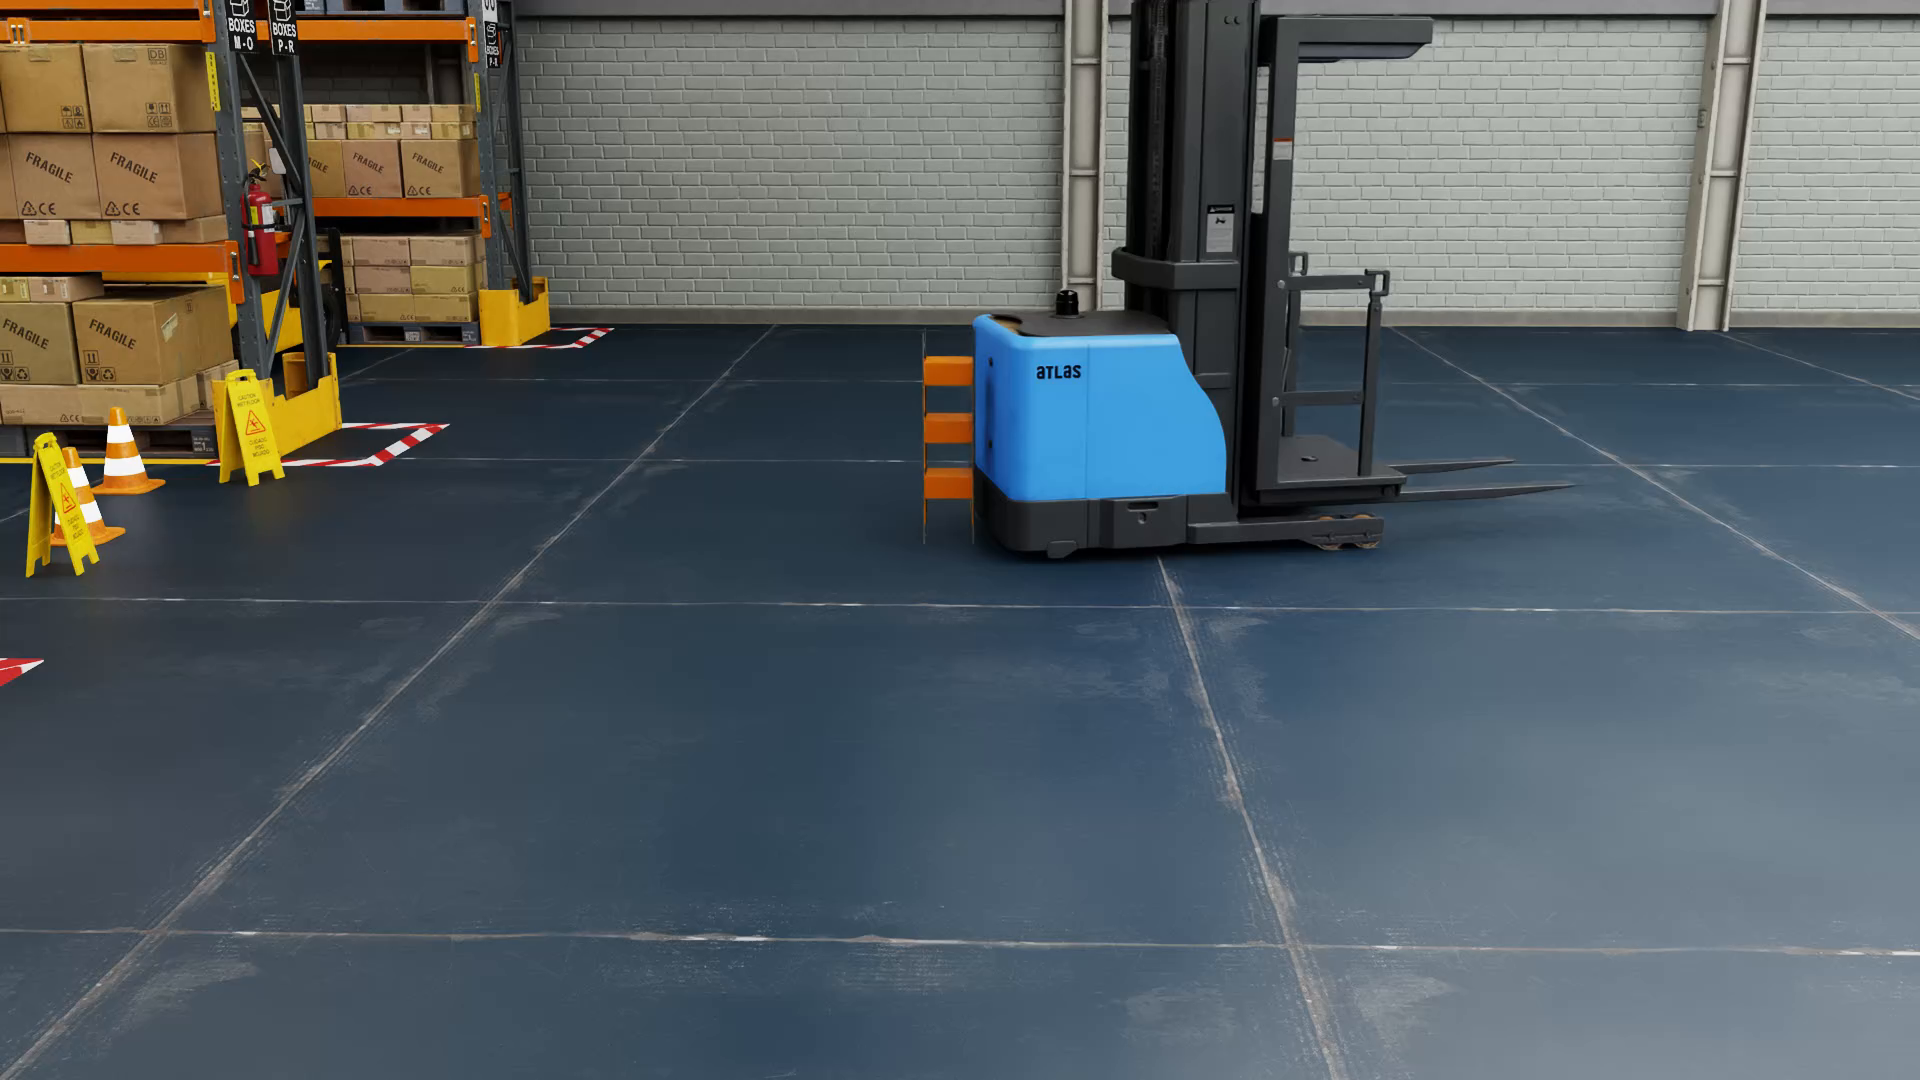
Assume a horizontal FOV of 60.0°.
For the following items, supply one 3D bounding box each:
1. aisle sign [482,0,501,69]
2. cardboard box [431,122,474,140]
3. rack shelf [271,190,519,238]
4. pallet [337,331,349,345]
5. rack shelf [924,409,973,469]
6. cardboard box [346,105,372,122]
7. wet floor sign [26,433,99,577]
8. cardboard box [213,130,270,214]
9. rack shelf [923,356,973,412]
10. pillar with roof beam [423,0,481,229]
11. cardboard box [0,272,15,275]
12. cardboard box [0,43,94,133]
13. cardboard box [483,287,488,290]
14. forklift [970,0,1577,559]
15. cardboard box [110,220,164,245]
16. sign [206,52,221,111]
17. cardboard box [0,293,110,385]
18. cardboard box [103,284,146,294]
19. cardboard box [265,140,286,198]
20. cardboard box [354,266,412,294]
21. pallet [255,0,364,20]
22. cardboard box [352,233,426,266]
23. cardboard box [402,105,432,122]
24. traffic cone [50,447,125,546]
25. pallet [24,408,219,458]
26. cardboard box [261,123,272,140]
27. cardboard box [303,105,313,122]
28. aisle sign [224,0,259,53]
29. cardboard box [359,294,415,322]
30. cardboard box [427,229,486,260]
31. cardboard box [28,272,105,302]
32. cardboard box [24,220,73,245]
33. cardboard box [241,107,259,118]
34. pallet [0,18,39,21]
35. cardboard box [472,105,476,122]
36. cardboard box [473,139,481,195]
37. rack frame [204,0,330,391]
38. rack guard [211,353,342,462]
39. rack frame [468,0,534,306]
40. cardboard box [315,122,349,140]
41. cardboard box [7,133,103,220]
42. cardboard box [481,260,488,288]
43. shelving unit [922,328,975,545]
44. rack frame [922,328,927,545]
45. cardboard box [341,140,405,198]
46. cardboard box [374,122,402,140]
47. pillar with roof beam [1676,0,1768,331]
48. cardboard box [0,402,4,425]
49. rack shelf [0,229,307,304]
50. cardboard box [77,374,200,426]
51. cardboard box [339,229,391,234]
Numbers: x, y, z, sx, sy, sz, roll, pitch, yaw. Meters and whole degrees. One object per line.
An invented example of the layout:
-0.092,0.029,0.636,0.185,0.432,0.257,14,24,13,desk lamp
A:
-4.092,-4.520,14.495,0.004,0.787,0.394,0,15,1,aisle sign
-4.504,-3.631,14.754,0.250,0.149,0.380,1,15,2,cardboard box
-6.149,-3.003,15.253,4.000,0.370,1.077,0,15,1,rack shelf
-6.132,-1.993,15.479,1.213,0.211,1.003,0,15,1,pallet
-0.053,-0.498,8.210,0.240,0.259,0.215,0,15,1,rack shelf
-5.270,-3.801,14.818,0.250,0.149,0.380,0,15,2,cardboard box
-4.219,-0.175,7.740,0.232,0.644,0.267,-2,15,-8,wet floor sign
-4.740,-2.338,10.543,0.500,0.500,0.500,0,15,1,cardboard box
-0.053,-0.772,8.138,0.240,0.259,0.215,0,15,1,rack shelf
-4.933,-5.375,11.074,0.400,9.000,9.100,0,15,1,pillar with roof beam
-5.964,-1.550,10.162,0.250,0.149,0.380,1,15,4,cardboard box
-5.295,-2.701,9.957,0.500,0.500,0.700,1,15,2,cardboard box
-4.636,-2.265,15.610,0.500,0.250,0.500,0,15,2,cardboard box
1.620,-1.494,8.257,3.031,2.935,1.130,-3,15,-11,forklift
-4.909,-1.872,10.047,0.250,0.149,0.380,0,15,1,cardboard box
-4.307,-2.643,9.590,0.005,0.325,0.100,0,15,1,sign
-5.603,-1.250,10.293,0.500,0.500,0.500,1,15,4,cardboard box
-5.619,-1.386,10.811,0.500,0.500,0.500,0,15,-1,cardboard box
-6.182,-3.332,14.893,0.500,0.500,0.500,0,15,2,cardboard box
-5.146,-2.383,15.078,0.500,0.250,0.500,0,15,1,cardboard box
-6.079,-4.764,14.810,1.213,0.211,1.003,0,15,1,pallet
-5.129,-2.620,14.998,0.500,0.250,0.500,1,15,2,cardboard box
-4.761,-3.786,14.760,0.250,0.149,0.380,0,15,2,cardboard box
-4.424,-0.234,8.320,0.334,0.463,0.336,0,15,1,traffic cone
-5.160,-0.739,10.726,1.213,0.211,1.003,0,15,1,pallet
-6.034,-3.658,14.855,0.250,0.149,0.380,0,15,1,cardboard box
-5.792,-3.775,14.718,0.250,0.149,0.380,1,15,3,cardboard box
-4.219,-3.255,9.700,0.004,0.787,0.394,0,15,1,aisle sign
-5.125,-2.140,15.137,0.500,0.250,0.500,0,15,1,cardboard box
-4.626,-2.746,15.476,0.500,0.250,0.500,0,15,1,cardboard box
-5.449,-1.546,10.145,0.250,0.149,0.380,1,15,3,cardboard box
-5.422,-1.873,10.052,0.250,0.149,0.380,1,15,2,cardboard box
-6.298,-3.807,14.838,0.250,0.149,0.380,0,15,2,cardboard box
-9.031,-4.724,14.862,1.217,0.209,0.805,0,15,-1,pallet
-4.480,-3.900,15.193,0.250,0.149,0.380,0,15,0,cardboard box
-4.638,-3.460,15.380,0.500,0.500,0.500,1,15,3,cardboard box
-4.273,-2.072,10.314,0.127,3.000,1.000,0,15,1,rack frame
-4.349,-0.864,10.635,0.348,0.500,1.175,0,15,1,rack guard
-4.150,-3.338,15.112,0.127,3.000,1.000,0,15,1,rack frame
-5.534,-3.636,14.775,0.250,0.149,0.380,0,15,0,cardboard box
-5.323,-2.202,10.027,0.500,0.500,0.500,0,15,2,cardboard box
-4.615,-2.509,15.558,0.500,0.250,0.500,1,15,2,cardboard box
-0.053,-0.508,8.207,0.252,1.050,0.215,0,15,1,shelving unit
-0.175,-0.509,8.210,0.008,1.050,0.200,0,15,1,rack frame
-5.167,-3.328,14.879,0.500,0.500,0.500,1,15,3,cardboard box
-5.018,-3.642,14.797,0.250,0.149,0.380,1,15,2,cardboard box
7.063,-5.297,10.777,0.400,9.000,9.100,0,15,1,pillar with roof beam
-6.129,-0.890,10.399,0.500,0.250,0.500,0,15,-1,cardboard box
-6.273,-1.737,10.455,4.000,0.370,1.077,0,15,1,rack shelf
-5.112,-0.882,10.372,0.500,0.250,0.500,0,15,1,cardboard box
-5.625,-2.755,15.508,0.500,0.250,0.500,0,15,1,cardboard box
